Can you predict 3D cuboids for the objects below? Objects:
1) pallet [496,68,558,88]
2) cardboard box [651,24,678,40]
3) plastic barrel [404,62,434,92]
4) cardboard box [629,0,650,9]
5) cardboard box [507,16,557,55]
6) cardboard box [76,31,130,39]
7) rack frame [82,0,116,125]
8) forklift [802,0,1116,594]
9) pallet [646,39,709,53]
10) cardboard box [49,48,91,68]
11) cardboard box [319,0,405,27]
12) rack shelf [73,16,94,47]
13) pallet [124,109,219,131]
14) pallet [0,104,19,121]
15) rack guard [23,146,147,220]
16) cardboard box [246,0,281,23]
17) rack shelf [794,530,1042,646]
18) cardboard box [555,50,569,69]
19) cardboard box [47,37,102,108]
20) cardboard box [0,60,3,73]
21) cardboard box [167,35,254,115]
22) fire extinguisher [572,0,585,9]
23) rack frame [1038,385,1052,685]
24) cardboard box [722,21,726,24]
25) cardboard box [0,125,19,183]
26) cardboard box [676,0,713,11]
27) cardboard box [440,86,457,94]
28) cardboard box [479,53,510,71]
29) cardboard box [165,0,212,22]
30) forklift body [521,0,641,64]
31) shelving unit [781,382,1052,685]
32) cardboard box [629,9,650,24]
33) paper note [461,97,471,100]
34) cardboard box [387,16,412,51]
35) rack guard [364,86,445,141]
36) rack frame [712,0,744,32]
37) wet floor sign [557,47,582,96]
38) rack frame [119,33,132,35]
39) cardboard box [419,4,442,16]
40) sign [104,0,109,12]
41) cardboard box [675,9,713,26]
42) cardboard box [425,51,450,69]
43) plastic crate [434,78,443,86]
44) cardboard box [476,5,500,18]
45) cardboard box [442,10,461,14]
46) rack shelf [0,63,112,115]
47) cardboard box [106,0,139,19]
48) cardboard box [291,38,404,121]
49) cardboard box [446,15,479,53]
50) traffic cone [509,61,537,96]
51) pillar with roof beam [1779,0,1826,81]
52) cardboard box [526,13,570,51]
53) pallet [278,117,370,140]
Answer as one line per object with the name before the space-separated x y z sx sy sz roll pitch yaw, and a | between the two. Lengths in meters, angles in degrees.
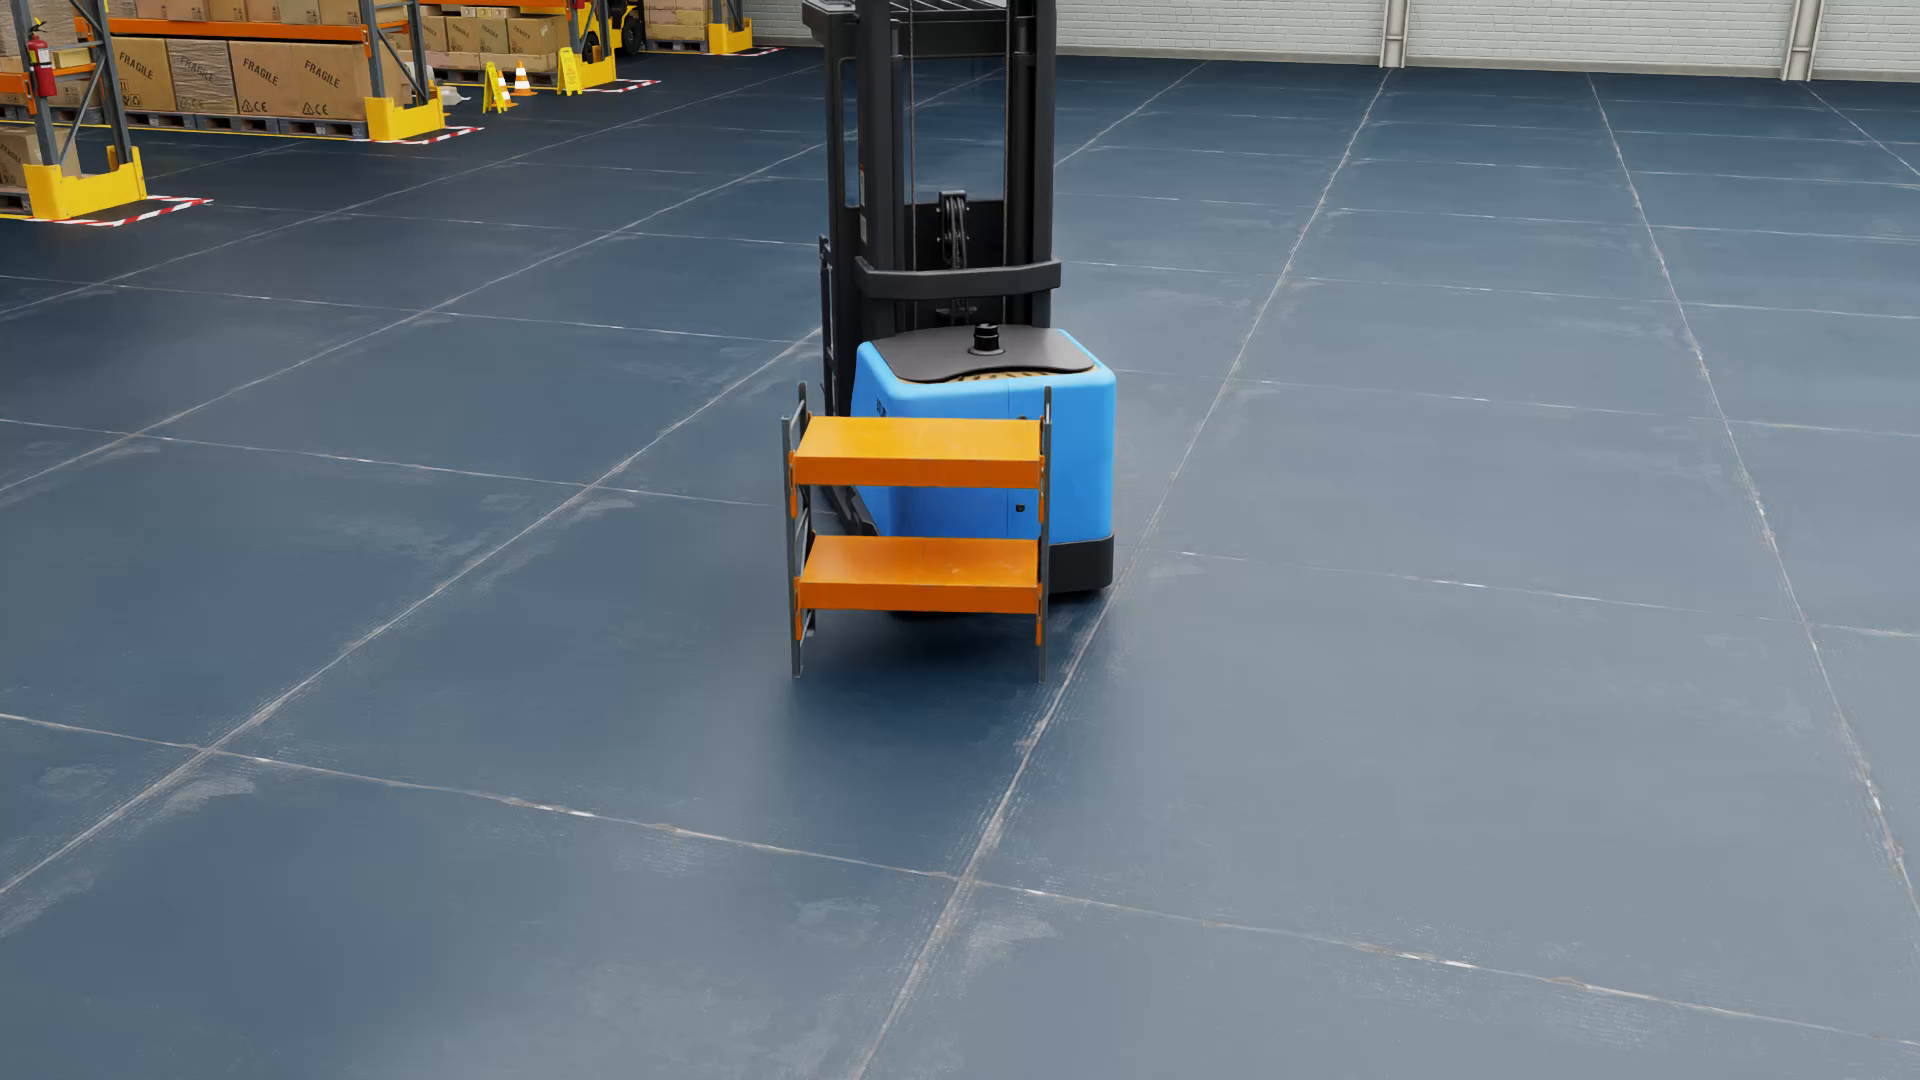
pallet | -6.321 -7.022 25.112 1.213 0.211 1.003 7 23 16
cardboard box | -5.065 -8.923 29.141 0.500 0.250 0.500 7 23 15
plastic barrel | -7.895 -6.687 24.014 0.512 0.421 0.421 -14 26 -30
cardboard box | -5.558 -9.434 29.068 0.500 0.250 0.500 7 23 16
cardboard box | -6.323 -7.465 24.597 0.500 0.500 0.500 7 23 16
cardboard box | -13.777 -8.397 27.034 0.875 0.875 0.875 6 23 15
rack frame | -10.643 -6.831 20.971 0.127 3.000 1.000 7 23 16
forklift | -0.148 -1.586 8.275 1.130 2.935 3.031 -5 23 -13
pallet | -4.794 -8.785 29.408 1.213 0.211 1.003 7 23 16
cardboard box | -8.547 -4.603 15.871 0.250 0.149 0.380 7 23 16
cardboard box | -7.182 -6.486 19.933 0.550 0.550 0.875 7 23 16
rack shelf | -12.558 -6.718 21.642 4.000 0.370 1.077 7 23 16
pallet | -9.938 -5.429 21.228 1.213 0.211 1.003 7 23 15
pallet | -12.575 -5.731 21.964 1.213 0.211 1.003 7 23 16
rack guard | -8.416 -3.454 16.031 0.348 0.500 1.175 7 23 16
cardboard box | -8.215 -6.646 20.322 0.550 0.550 0.875 7 23 16
rack shelf | -0.157 0.194 6.959 1.000 0.278 0.538 1 22 3
cardboard box | -6.173 -7.313 25.217 0.500 0.250 0.500 6 23 15
cardboard box | -11.263 -6.020 21.405 0.750 0.750 1.050 6 23 15
cardboard box | -8.915 -4.469 15.545 0.250 0.149 0.380 7 23 16
cardboard box | -9.197 -5.851 20.827 0.875 0.875 0.875 7 23 16
fire extinguisher | -5.504 -7.987 23.890 0.183 0.674 0.296 7 23 16
rack frame | 0.350 -0.022 6.842 0.032 1.125 0.500 1 22 3
cardboard box | -4.464 -9.053 29.458 0.500 0.250 0.500 7 23 16
cardboard box | -9.518 -3.767 16.242 0.500 0.500 0.500 13 26 29
cardboard box | -4.581 -9.328 28.811 0.500 0.250 0.500 7 23 17
cardboard box | -7.318 -6.293 23.416 0.380 0.149 0.250 -20 29 -39
cardboard box | -6.826 -7.175 24.879 0.500 0.250 0.500 7 23 16
cardboard box | -9.270 -6.711 20.479 0.550 0.550 0.875 7 23 16
forklift body | -6.393 -9.159 27.763 1.214 2.155 2.313 7 23 16
shelving unit | -0.157 -0.032 6.867 1.048 1.125 0.538 1 22 3
cardboard box | -5.584 -9.207 29.175 0.500 0.250 0.500 6 23 14
paper note | -6.960 -6.209 23.367 0.142 0.019 0.148 -1 22 -3
cardboard box | -8.307 -7.693 25.153 0.500 0.500 0.500 8 23 18
rack guard | -6.791 -5.234 20.370 0.348 0.500 1.175 7 23 16
rack frame | -4.050 -10.006 28.712 0.127 3.000 1.000 7 23 16
wet floor sign | -5.608 -6.704 23.762 0.232 0.644 0.267 16 27 34
rack frame | -13.139 -9.079 26.452 0.127 3.000 1.000 7 23 16
cardboard box | -7.970 -7.928 24.871 0.250 0.149 0.380 8 24 19
sign | -8.186 -5.199 15.852 0.005 0.325 0.100 7 23 16
cardboard box | -4.607 -9.099 28.912 0.500 0.250 0.500 6 23 15
cardboard box | -7.800 -7.289 25.156 0.500 0.250 0.500 6 23 15
plastic crate | -8.044 -6.820 24.791 0.583 0.080 0.402 -1 22 -3
cardboard box | -6.933 -7.809 24.582 0.250 0.149 0.380 7 23 16
cardboard box | -7.690 -7.832 25.493 0.500 0.500 0.500 8 24 18
rack shelf | -10.258 -4.488 16.207 4.000 0.370 1.077 7 23 16
cardboard box | -10.286 -6.865 20.855 0.550 0.550 0.875 7 23 16
cardboard box | -7.482 -5.654 20.349 0.875 0.875 0.875 7 23 16
cardboard box | -7.305 -7.578 24.874 0.500 0.500 0.500 6 23 14
traffic cone | -6.265 -6.607 23.768 0.334 0.463 0.336 7 23 16
pillar with roof beam | 11.533 -9.648 19.934 0.400 9.000 9.100 7 23 16
cardboard box | -6.196 -7.663 25.080 0.500 0.500 0.500 6 23 14
pallet | -7.602 -5.162 20.576 1.213 0.211 1.003 7 23 15
